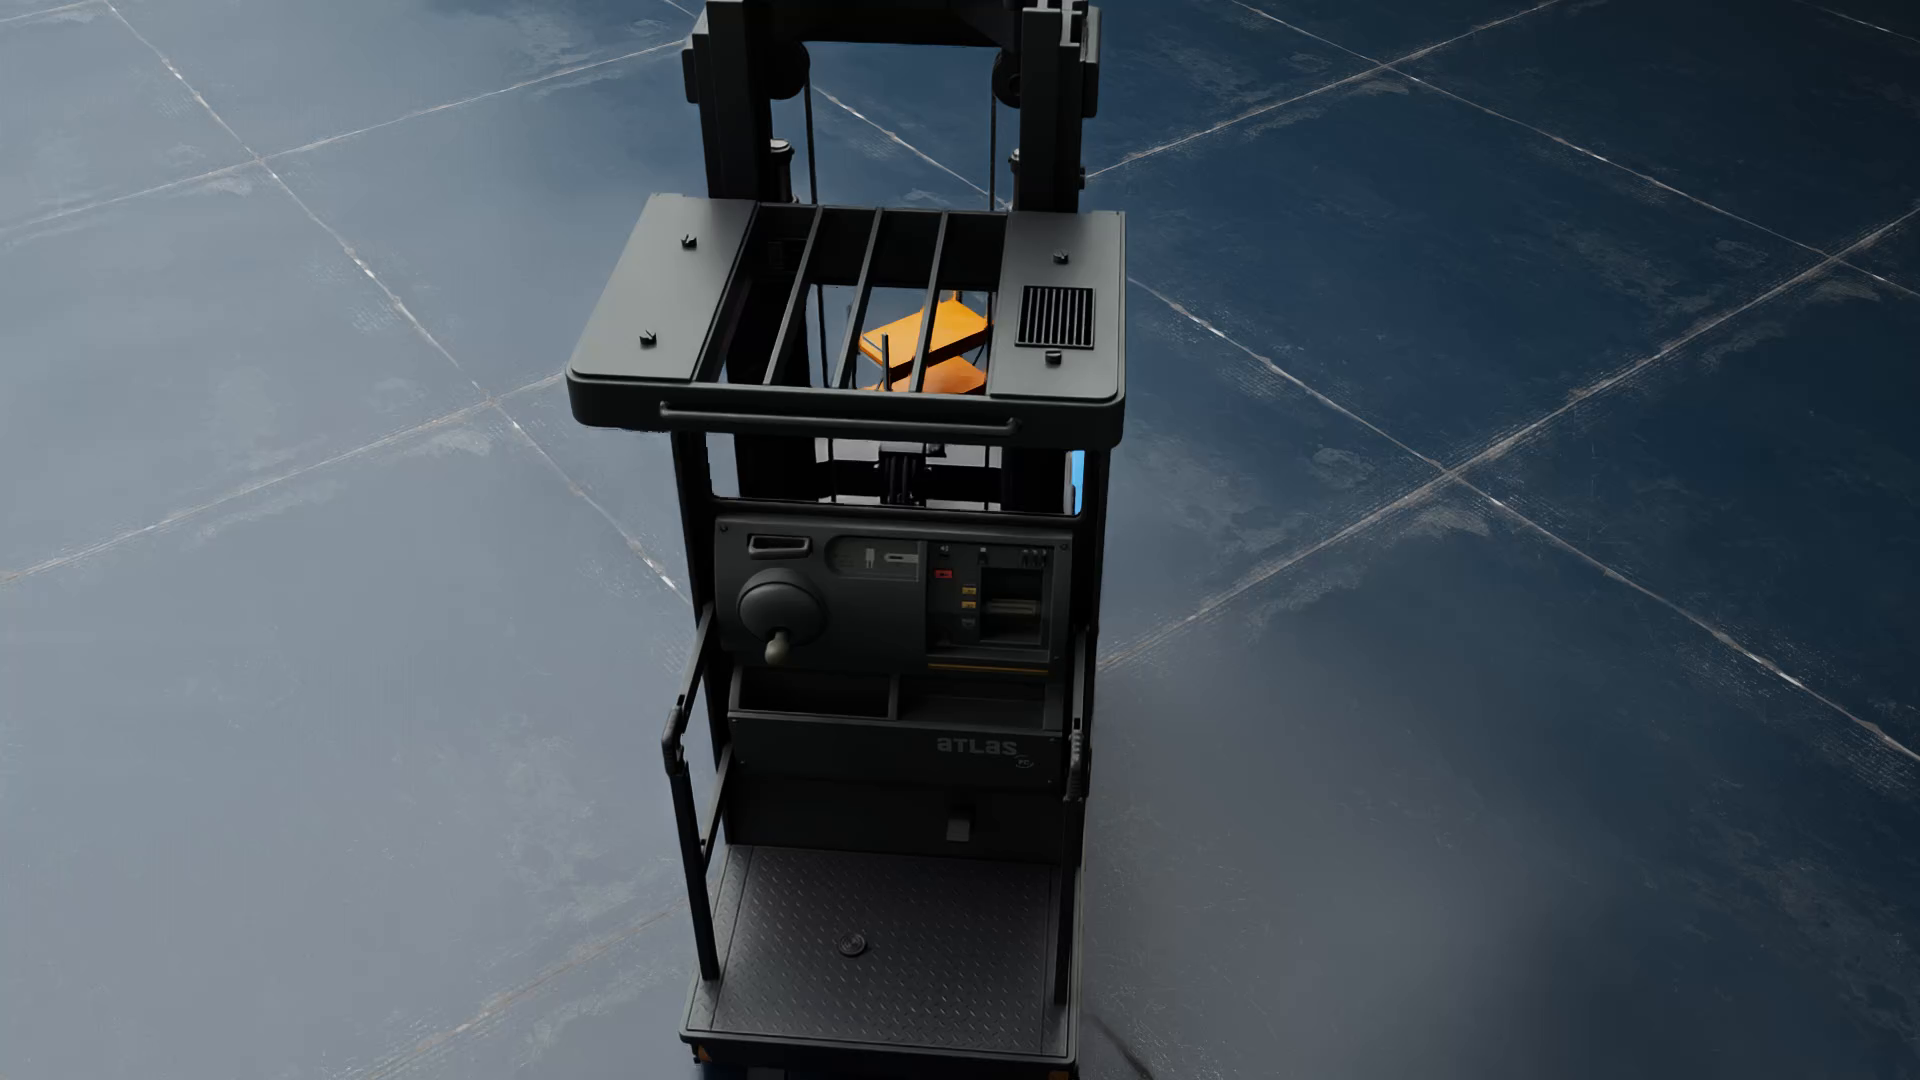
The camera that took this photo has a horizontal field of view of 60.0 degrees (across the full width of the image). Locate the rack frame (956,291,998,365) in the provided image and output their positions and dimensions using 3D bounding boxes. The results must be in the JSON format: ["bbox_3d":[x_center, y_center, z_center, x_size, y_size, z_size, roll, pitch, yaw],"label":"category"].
[{"bbox_3d":[0.062,-0.494,6.406,0.015,1.200,0.240,-26,46,-28],"label":"rack frame"}]

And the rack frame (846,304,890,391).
[{"bbox_3d":[-0.325,-0.306,6.177,0.015,1.200,0.240,-26,46,-28],"label":"rack frame"}]

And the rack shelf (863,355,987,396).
[{"bbox_3d":[-0.131,-0.521,6.192,0.480,0.148,0.258,-26,46,-28],"label":"rack shelf"}]

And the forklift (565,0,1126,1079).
[{"bbox_3d":[-0.192,0.223,4.167,1.130,2.935,3.031,3,39,4],"label":"forklift"}]

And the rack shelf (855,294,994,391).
[{"bbox_3d":[-0.131,-0.704,6.042,0.480,0.148,0.258,-26,46,-28],"label":"rack shelf"}]

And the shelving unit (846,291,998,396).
[{"bbox_3d":[-0.131,-0.400,6.291,0.503,1.200,0.258,-26,46,-28],"label":"shelving unit"}]
